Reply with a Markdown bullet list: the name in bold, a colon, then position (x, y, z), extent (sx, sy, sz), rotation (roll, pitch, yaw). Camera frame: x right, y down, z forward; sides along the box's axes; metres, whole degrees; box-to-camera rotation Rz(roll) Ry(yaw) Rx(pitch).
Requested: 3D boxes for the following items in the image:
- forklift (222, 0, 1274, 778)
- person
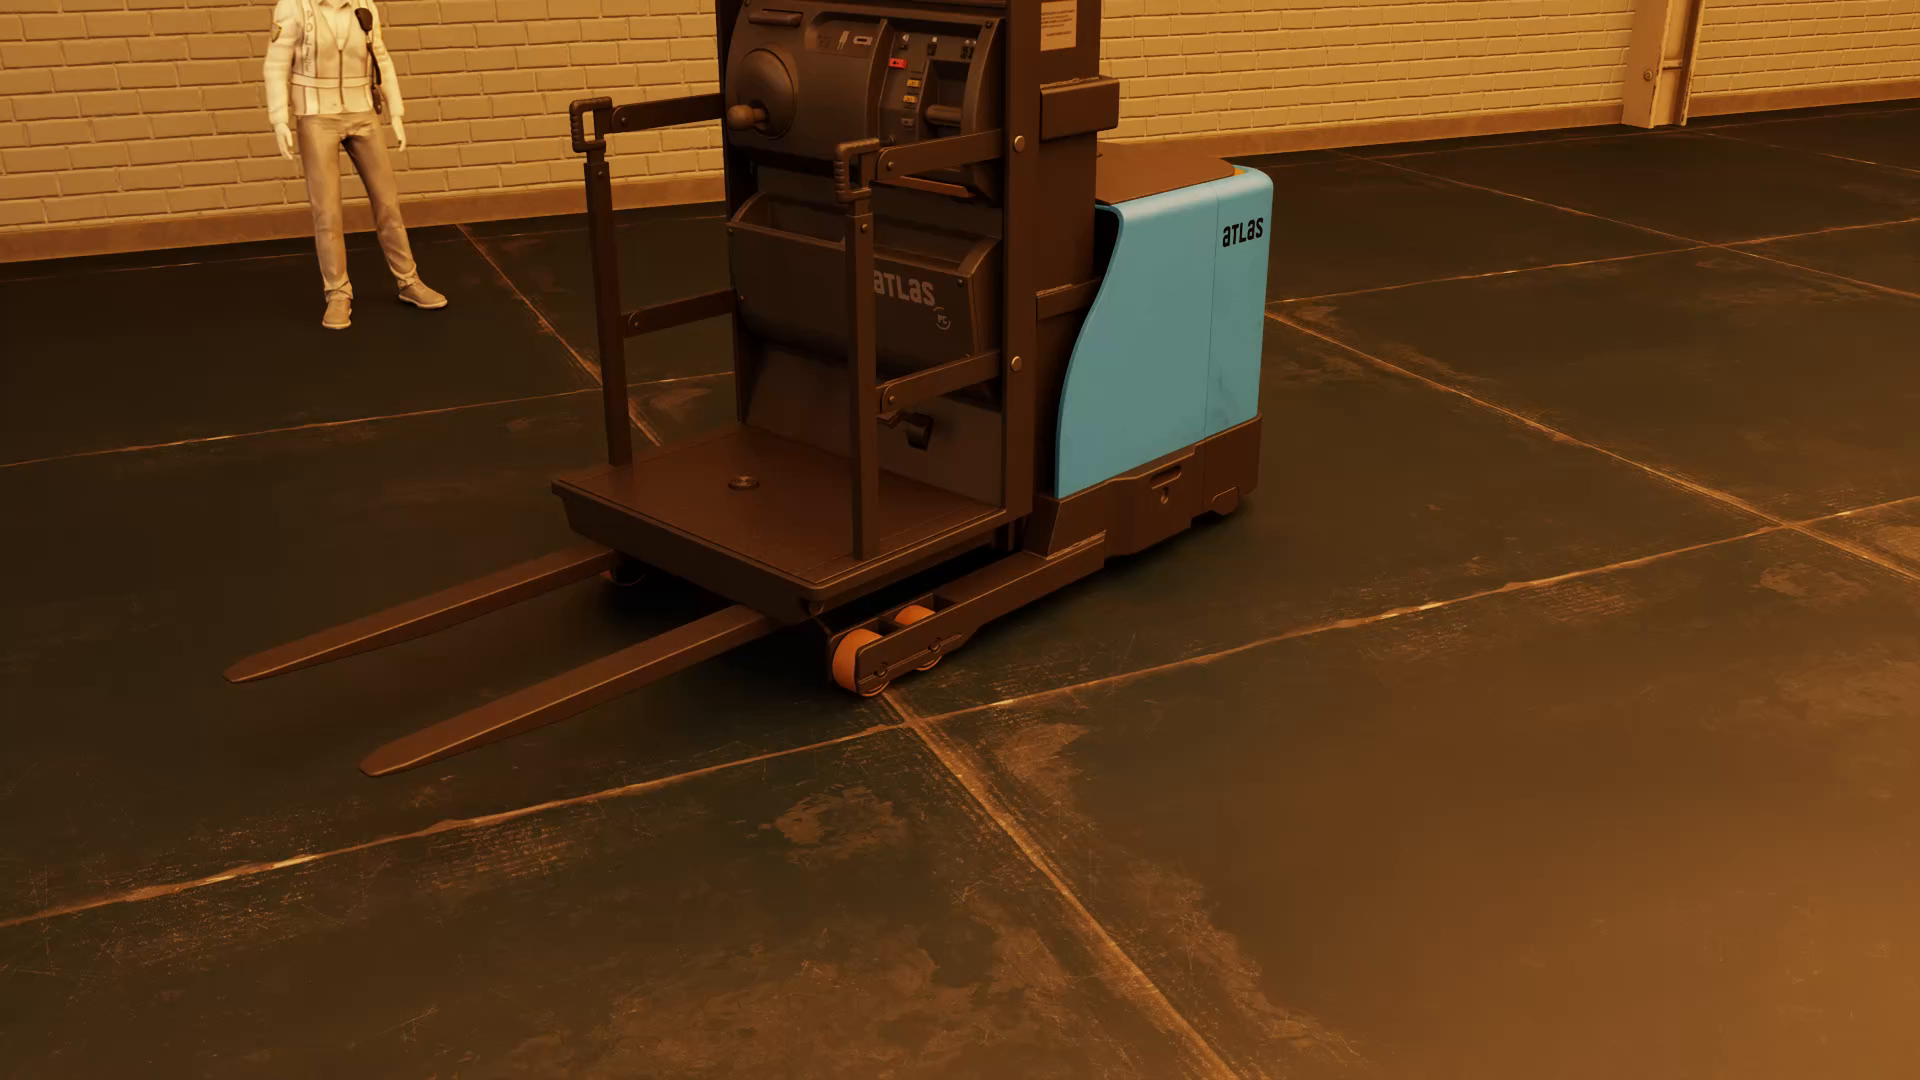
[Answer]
- **forklift**: position (-0.413, -1.182, 4.131), extent (1.130, 2.935, 3.031), rotation (19, 29, 39)
- **person**: position (-2.697, -1.810, 7.305), extent (0.633, 1.667, 0.417), rotation (-17, 28, -36)
